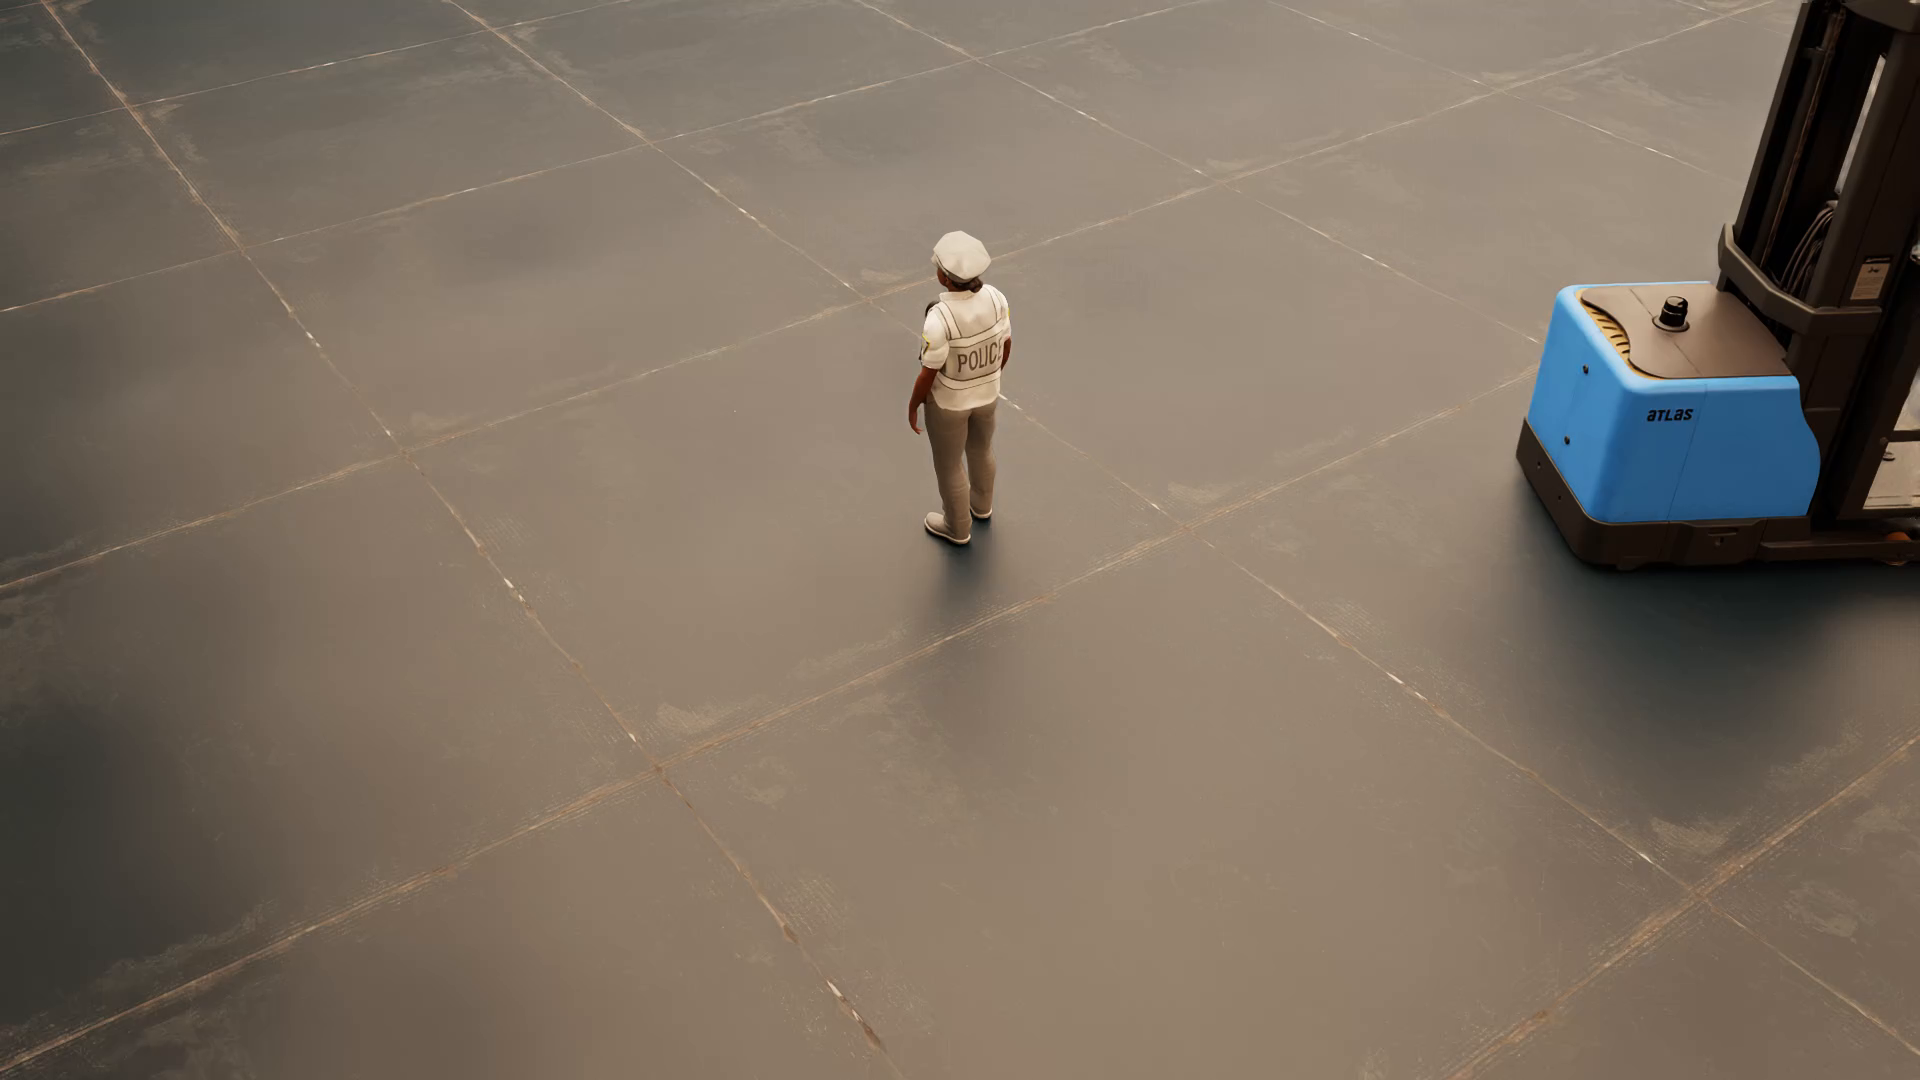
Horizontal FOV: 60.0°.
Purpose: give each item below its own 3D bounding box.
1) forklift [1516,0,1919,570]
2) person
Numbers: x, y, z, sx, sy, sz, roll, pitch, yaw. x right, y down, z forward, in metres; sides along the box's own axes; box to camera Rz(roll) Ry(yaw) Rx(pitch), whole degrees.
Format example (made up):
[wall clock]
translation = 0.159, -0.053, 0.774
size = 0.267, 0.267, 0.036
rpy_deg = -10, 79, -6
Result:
[forklift]
translation = 4.510, -1.366, 7.792
size = 3.031, 2.935, 1.130
rpy_deg = -2, 37, -3
[person]
translation = -0.027, -0.730, 7.960
size = 0.569, 1.695, 0.530
rpy_deg = -23, 42, -28
